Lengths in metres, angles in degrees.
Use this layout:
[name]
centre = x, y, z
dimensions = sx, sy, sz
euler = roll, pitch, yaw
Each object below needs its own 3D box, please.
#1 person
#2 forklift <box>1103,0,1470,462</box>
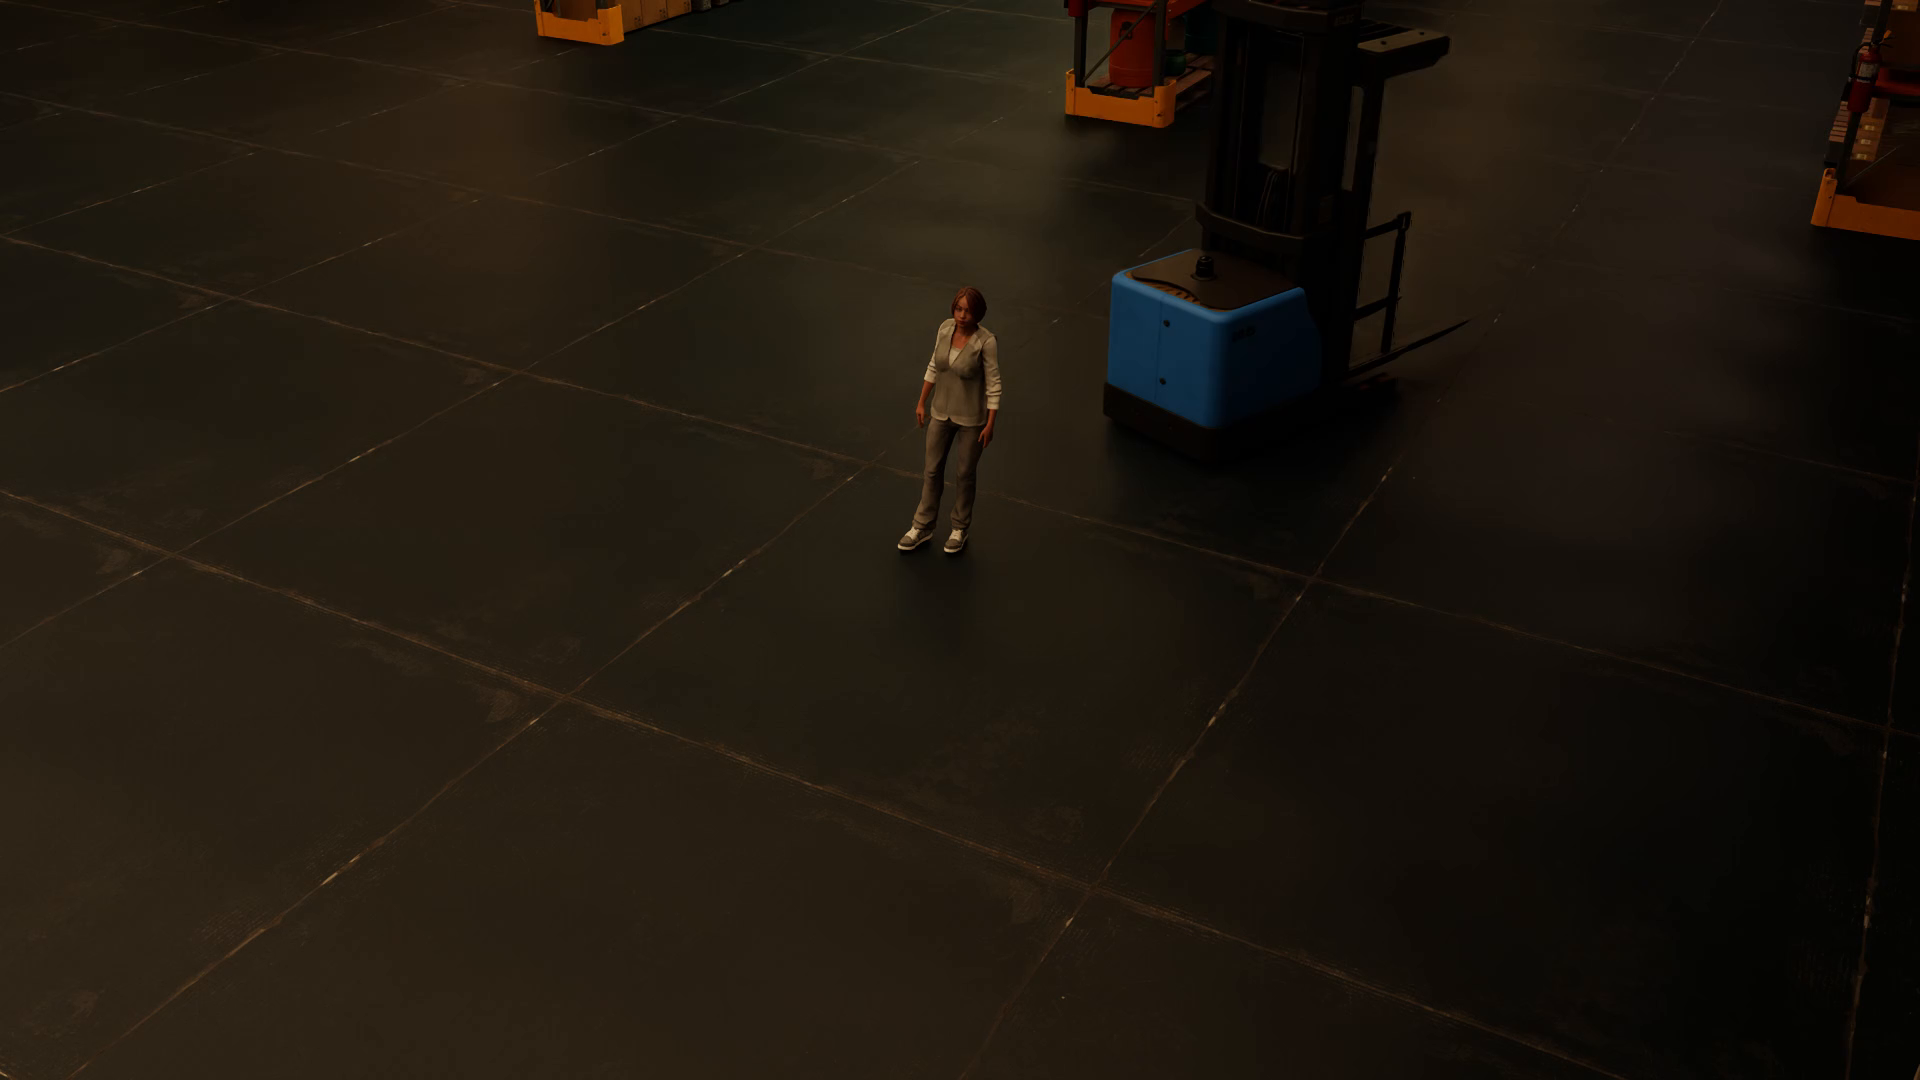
[person]
centre = -0.048, -0.669, 9.550
dimensions = 0.521, 1.596, 0.475
euler = 15, 33, 25
[forklift]
centre = 2.433, -2.371, 11.179
dimensions = 3.031, 2.935, 1.130
euler = -23, 37, -34
